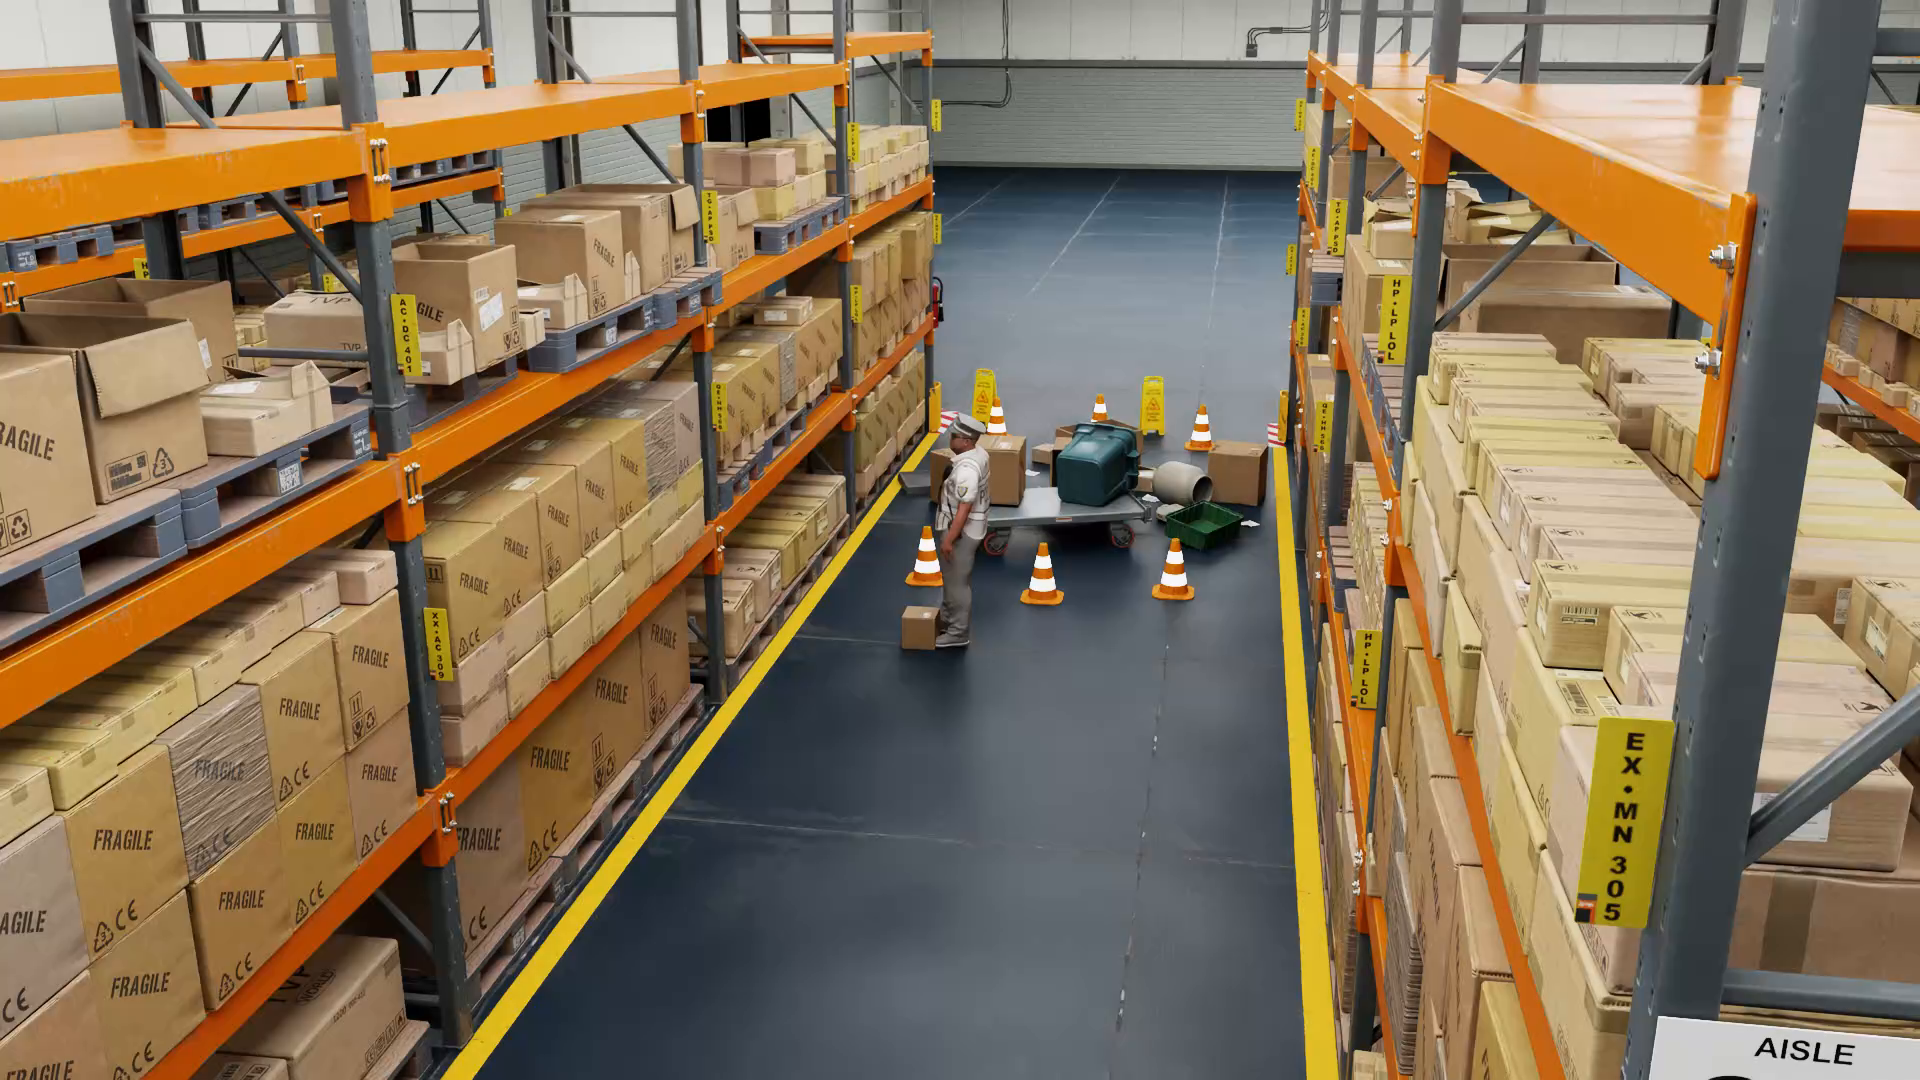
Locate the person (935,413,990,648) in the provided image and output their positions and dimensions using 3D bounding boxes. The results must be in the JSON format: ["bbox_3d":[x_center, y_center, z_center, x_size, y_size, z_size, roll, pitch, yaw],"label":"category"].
[{"bbox_3d":[-0.075,-0.077,12.202,0.573,1.782,0.642,3,18,9],"label":"person"}]
